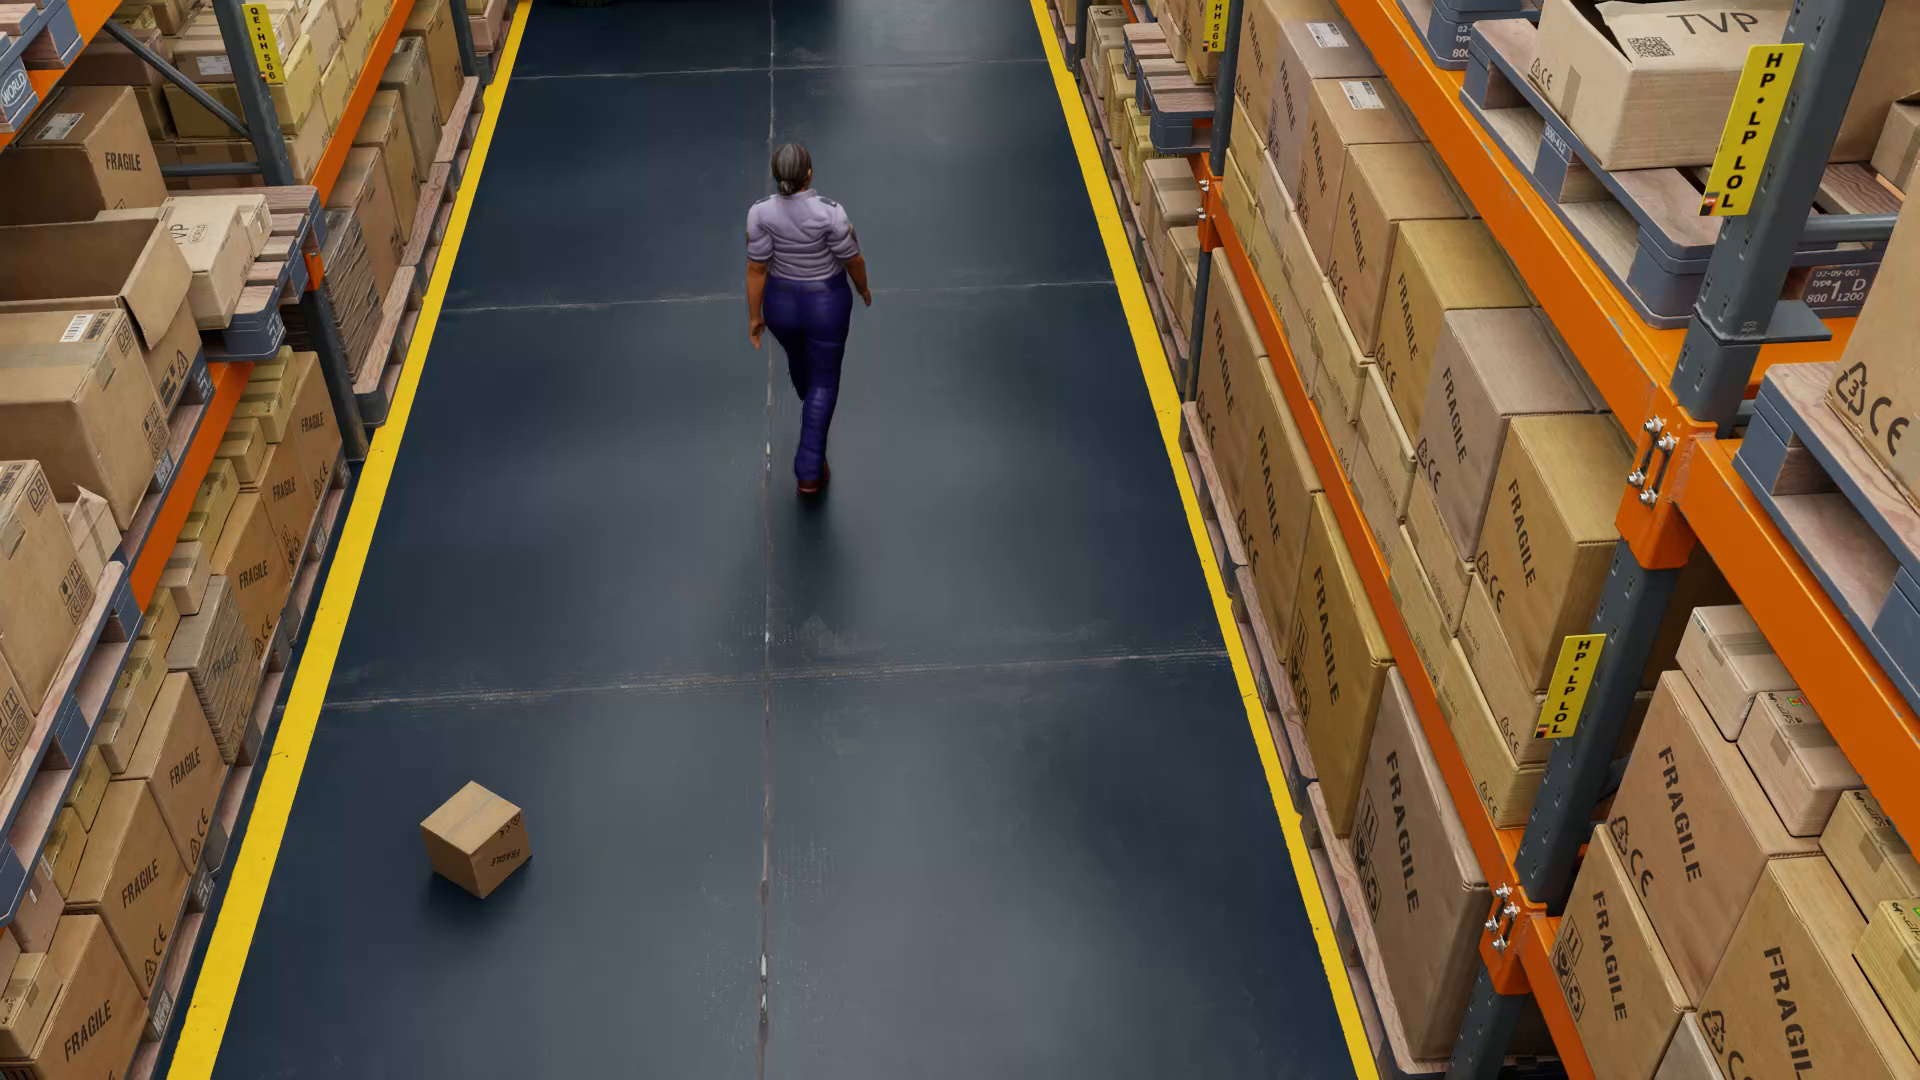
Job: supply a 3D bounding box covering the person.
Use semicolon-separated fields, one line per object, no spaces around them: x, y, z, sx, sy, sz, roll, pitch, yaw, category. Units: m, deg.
-0.666;-1.076;7.484;0.499;1.579;0.998;7;40;8;person
